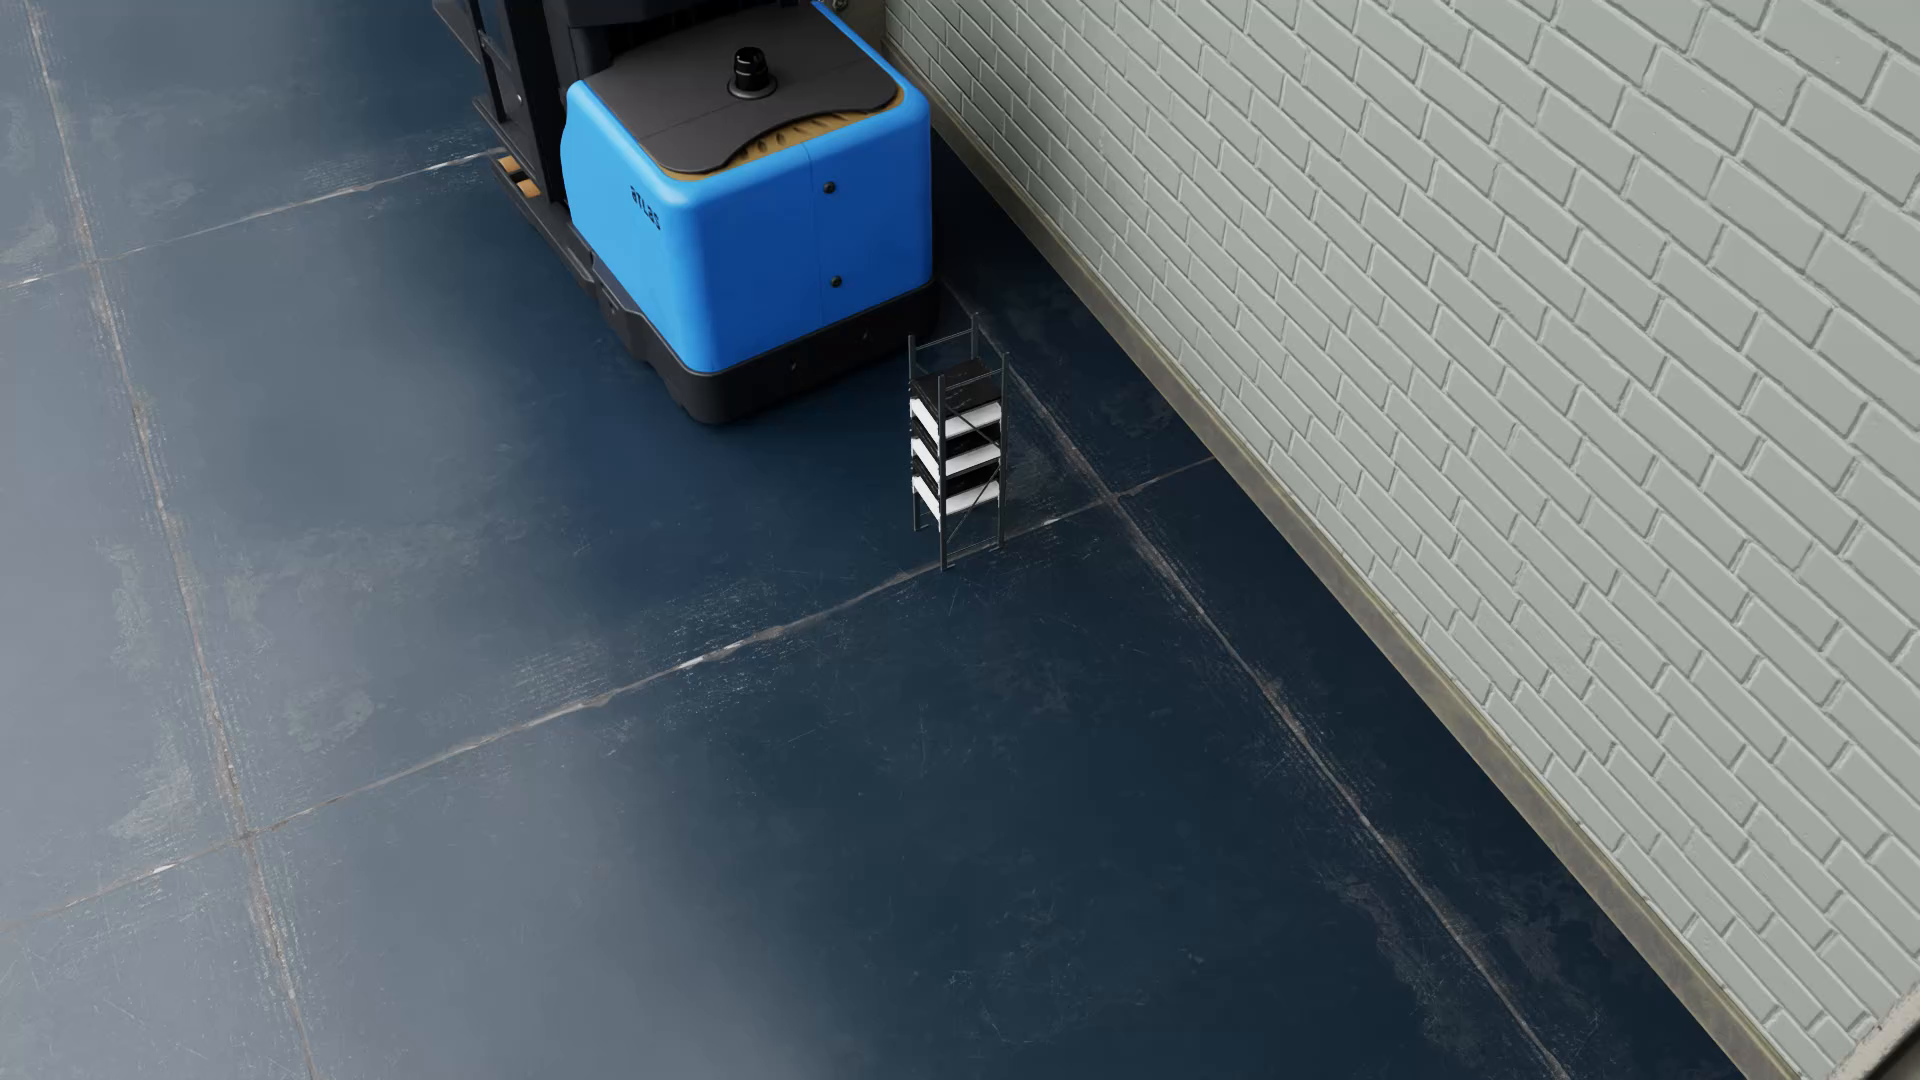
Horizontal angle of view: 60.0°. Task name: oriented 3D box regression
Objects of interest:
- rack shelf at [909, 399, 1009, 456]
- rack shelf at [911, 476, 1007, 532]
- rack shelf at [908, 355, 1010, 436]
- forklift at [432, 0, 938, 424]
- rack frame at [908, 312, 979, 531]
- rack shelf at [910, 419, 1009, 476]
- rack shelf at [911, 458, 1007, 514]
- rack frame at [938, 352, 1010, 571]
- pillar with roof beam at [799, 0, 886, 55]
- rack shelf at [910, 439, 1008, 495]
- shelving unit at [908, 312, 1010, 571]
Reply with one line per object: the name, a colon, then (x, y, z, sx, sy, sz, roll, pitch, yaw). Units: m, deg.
rack shelf: (-0.004, -0.398, 5.306, 0.258, 0.077, 0.200, -21, 52, -18)
rack shelf: (-0.004, -0.161, 5.577, 0.258, 0.077, 0.200, -21, 52, -18)
rack shelf: (-0.004, -0.458, 5.238, 0.258, 0.077, 0.200, -21, 52, -18)
forklift: (-1.311, -2.476, 5.968, 1.130, 2.935, 3.031, -26, 54, -21)
rack frame: (-0.050, -0.370, 5.476, 0.240, 0.900, 0.006, -21, 52, -18)
rack shelf: (-0.004, -0.339, 5.373, 0.258, 0.077, 0.200, -21, 52, -18)
rack shelf: (-0.004, -0.220, 5.509, 0.258, 0.077, 0.200, -21, 52, -18)
rack frame: (0.043, -0.234, 5.357, 0.240, 0.900, 0.006, -21, 52, -18)
pillar with roof beam: (-4.382, -3.747, 3.049, 9.100, 9.000, 0.400, -21, 52, -18)
rack shelf: (-0.004, -0.280, 5.441, 0.258, 0.077, 0.200, -21, 52, -18)
shelving unit: (-0.004, -0.302, 5.416, 0.258, 0.900, 0.210, -21, 52, -18)
